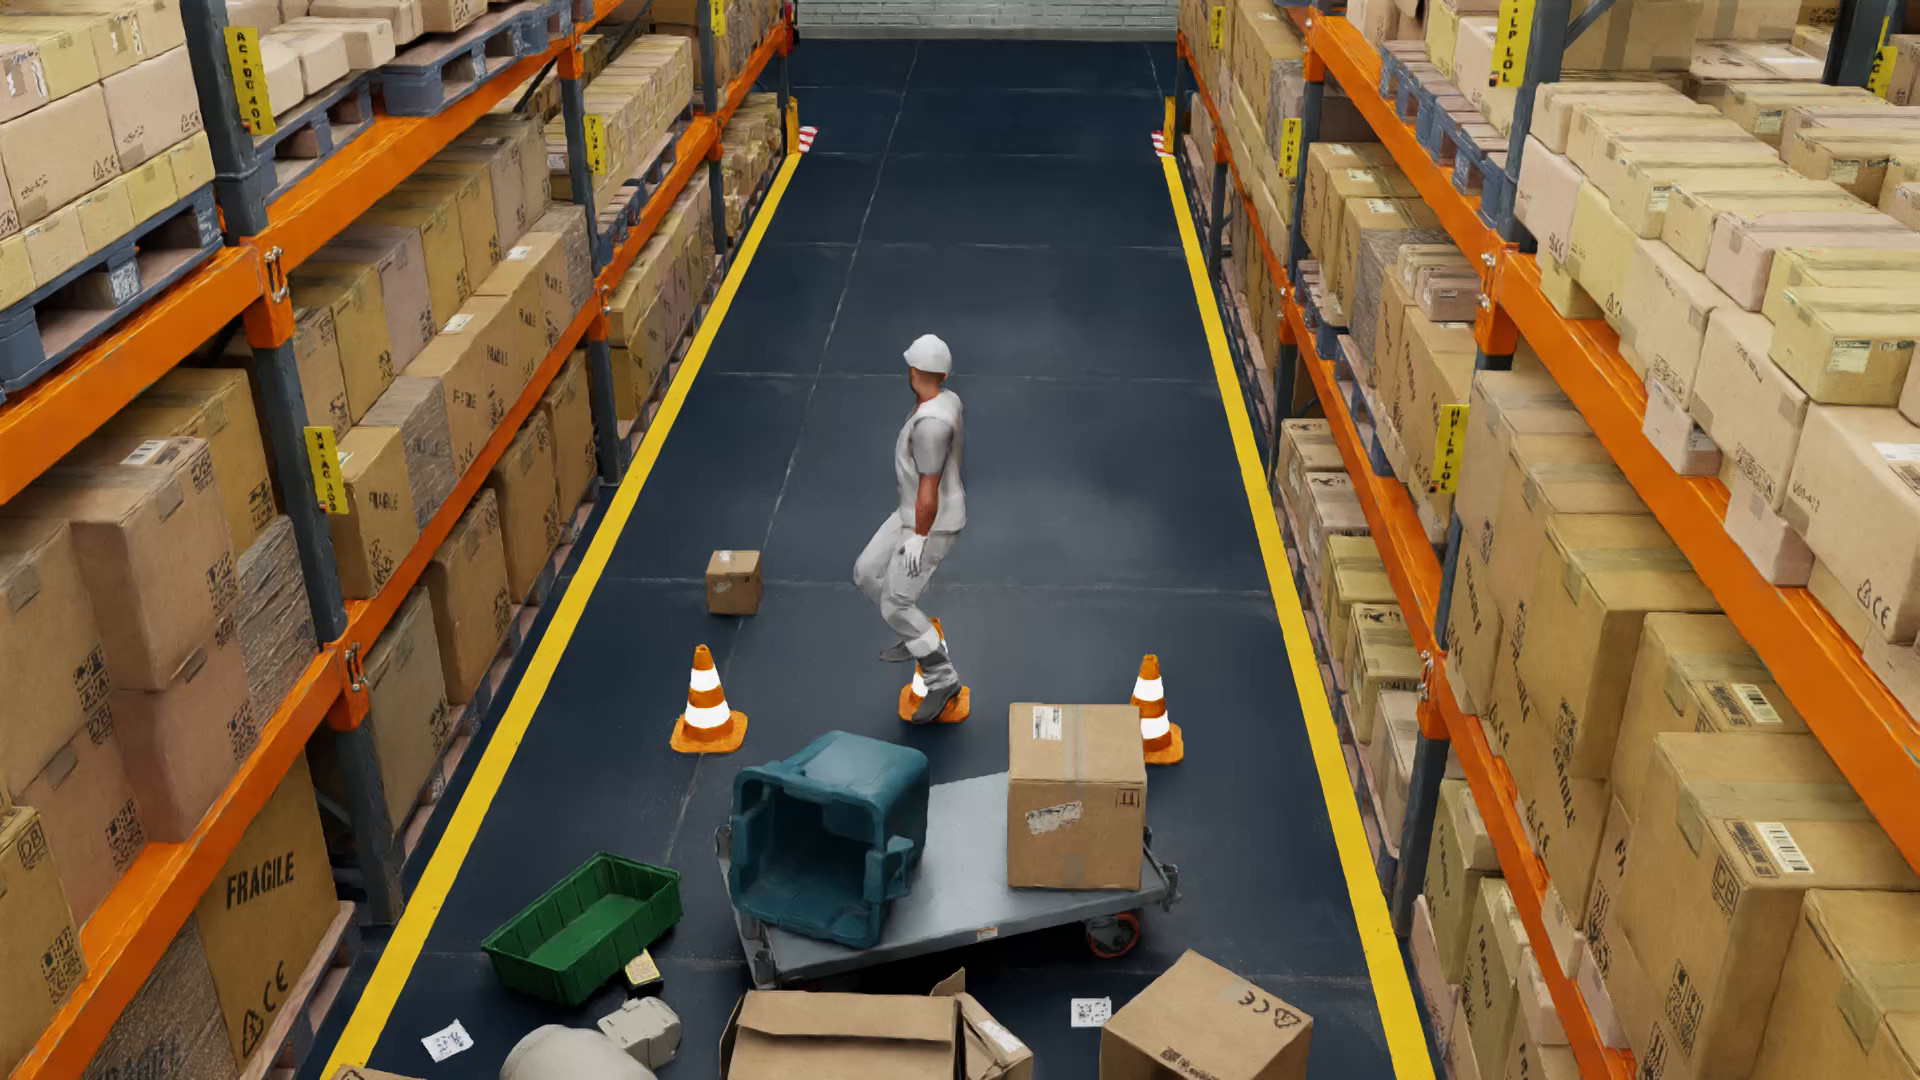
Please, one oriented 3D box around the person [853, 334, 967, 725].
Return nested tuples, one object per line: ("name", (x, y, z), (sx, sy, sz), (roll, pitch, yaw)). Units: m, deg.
("person", (-0.236, -0.060, 7.698), (0.533, 1.772, 0.677), (-1, 28, -1))
